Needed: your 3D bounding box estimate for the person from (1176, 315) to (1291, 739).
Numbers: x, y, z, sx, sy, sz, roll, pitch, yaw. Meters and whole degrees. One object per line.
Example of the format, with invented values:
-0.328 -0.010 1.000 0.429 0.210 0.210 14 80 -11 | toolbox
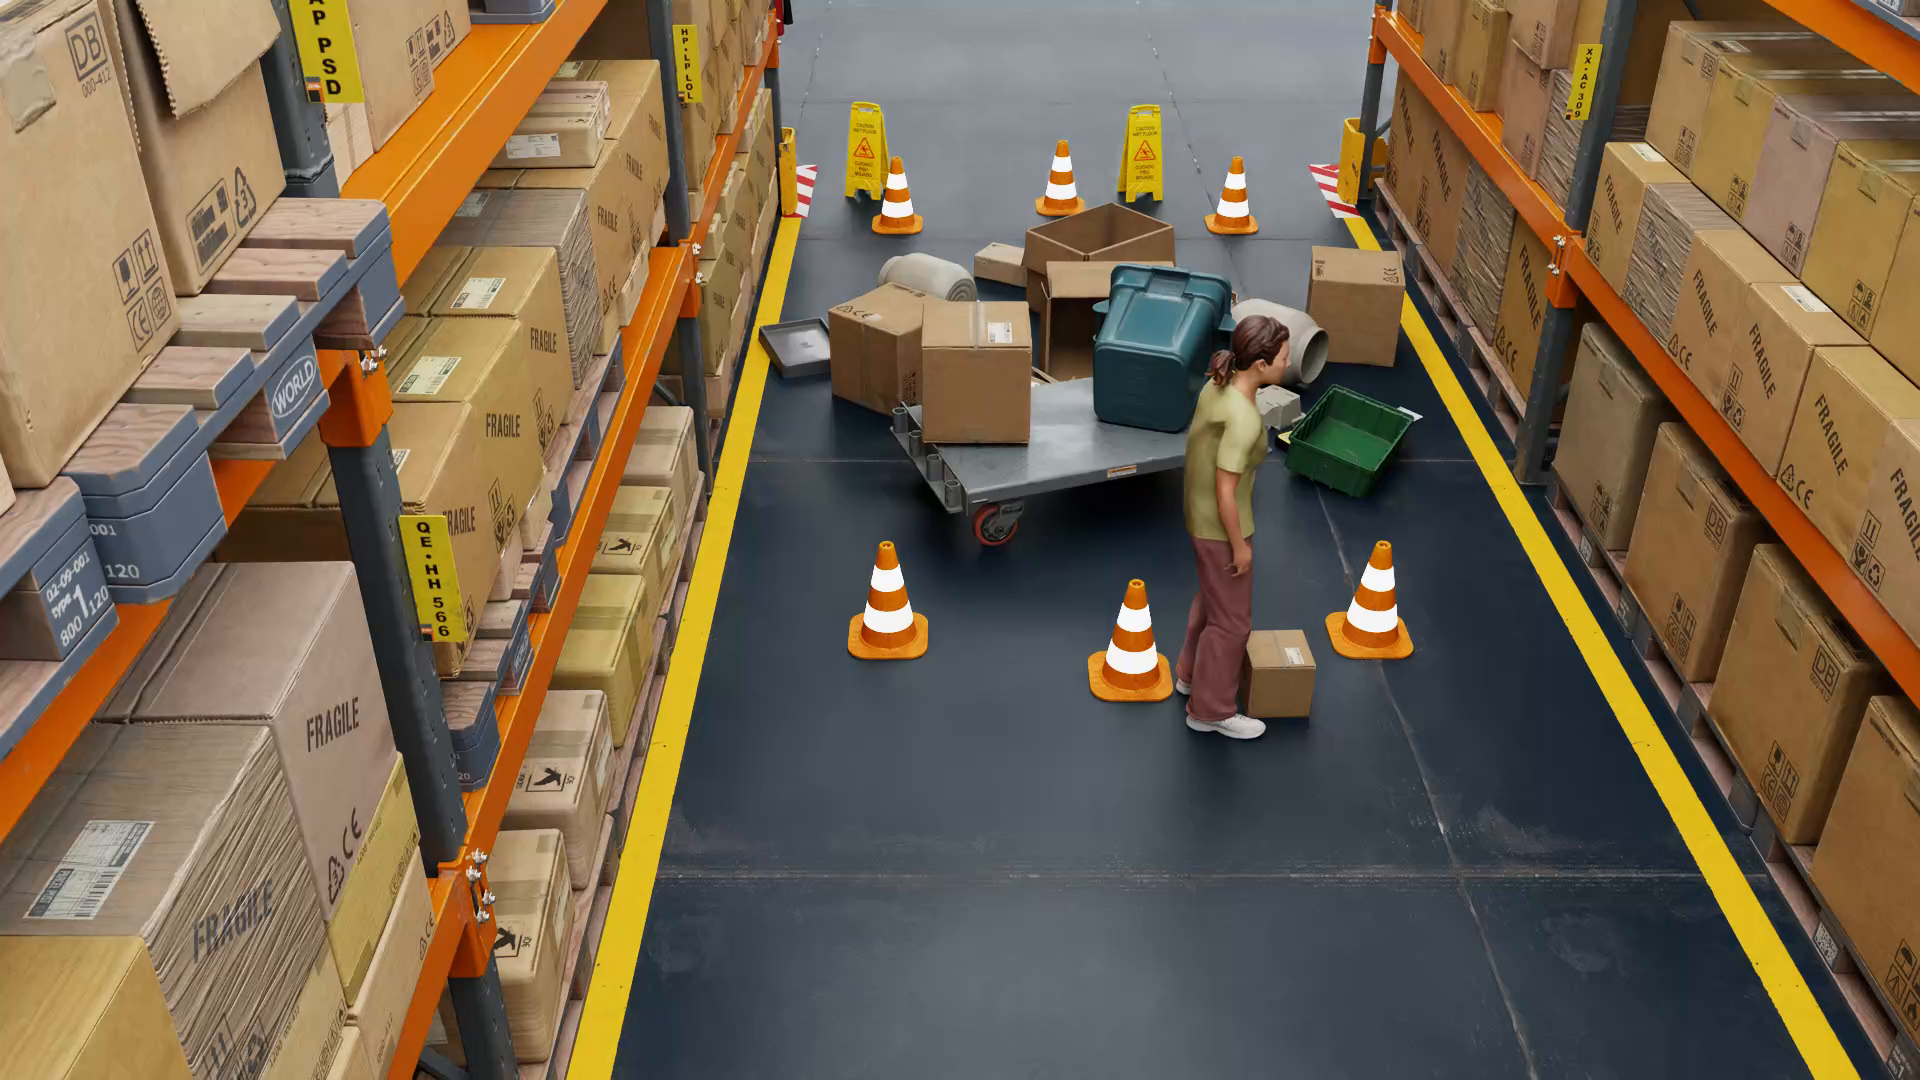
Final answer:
1.011 -0.059 6.232 0.360 1.673 0.499 0 32 0 | person
